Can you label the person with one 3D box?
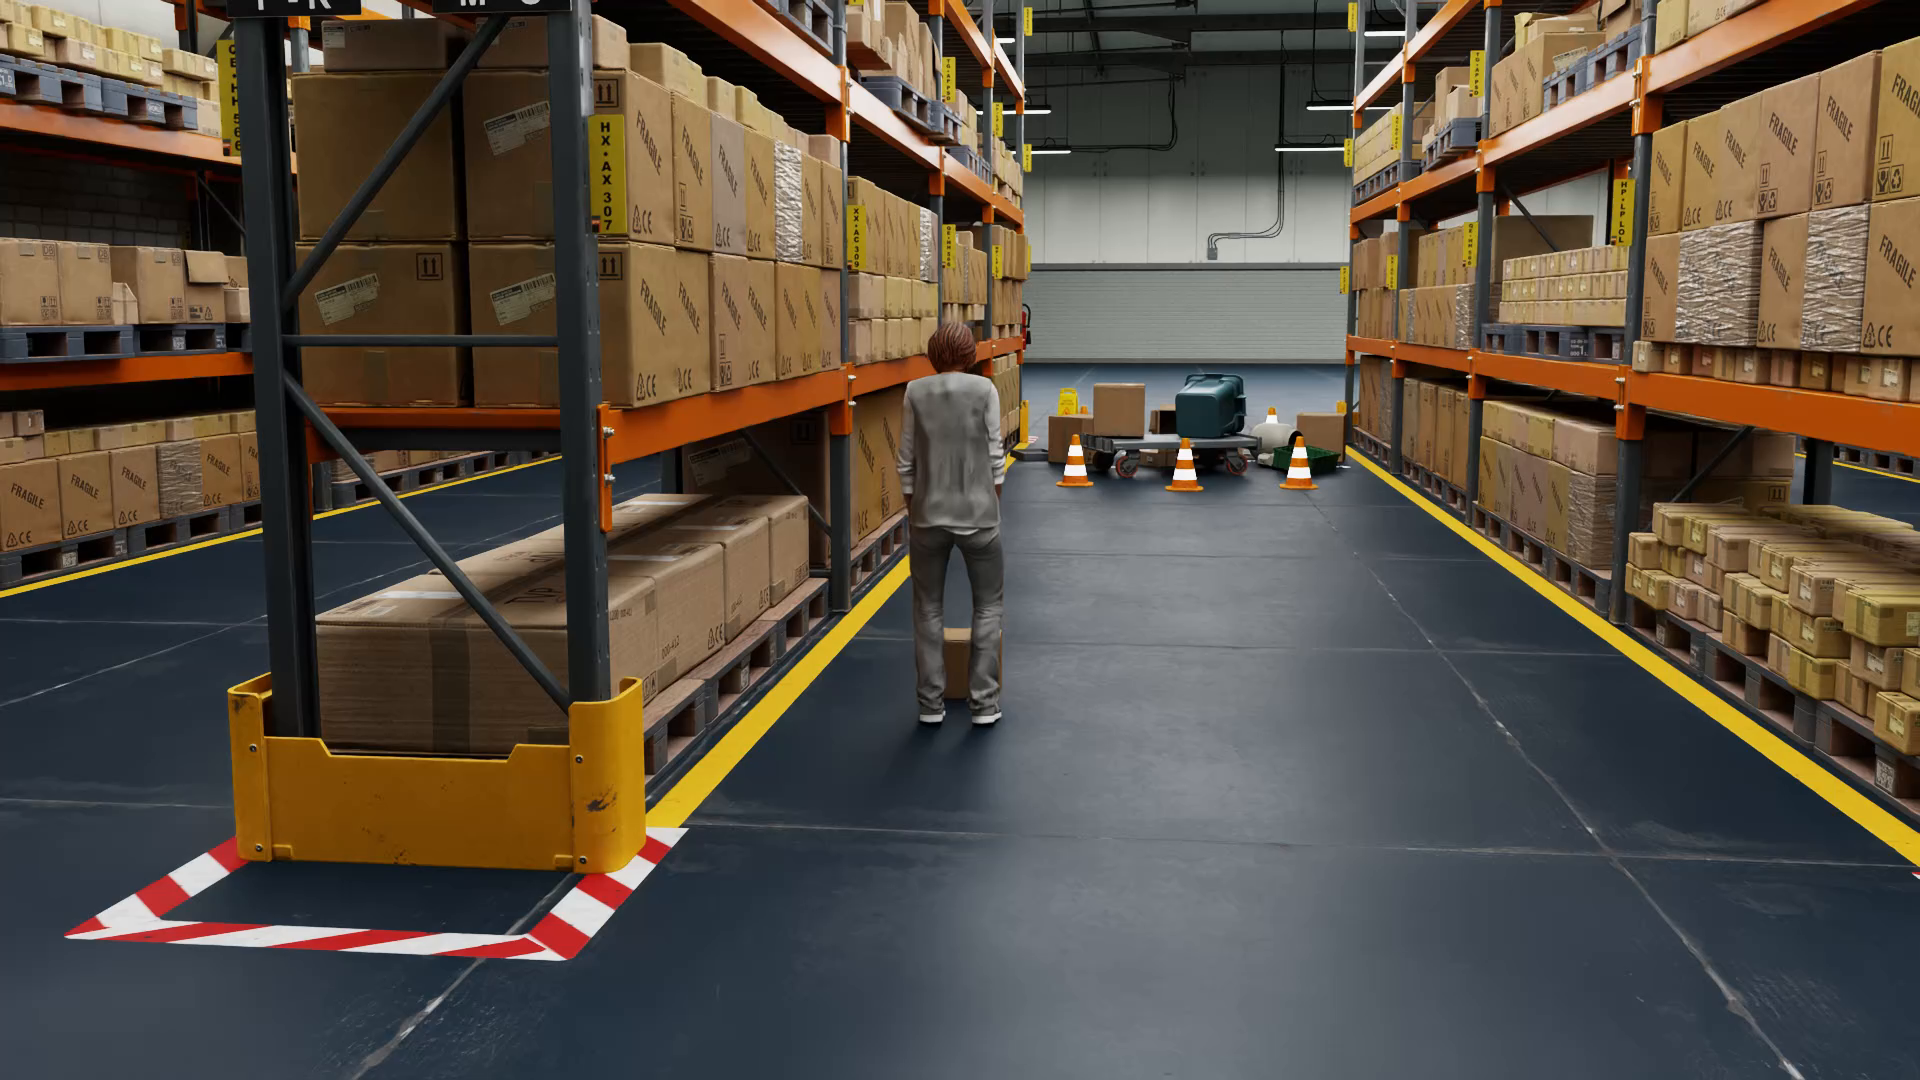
[{"bbox_3d":[-0.038,-0.050,6.442,0.426,1.542,0.382,1,8,8],"label":"person"}]
